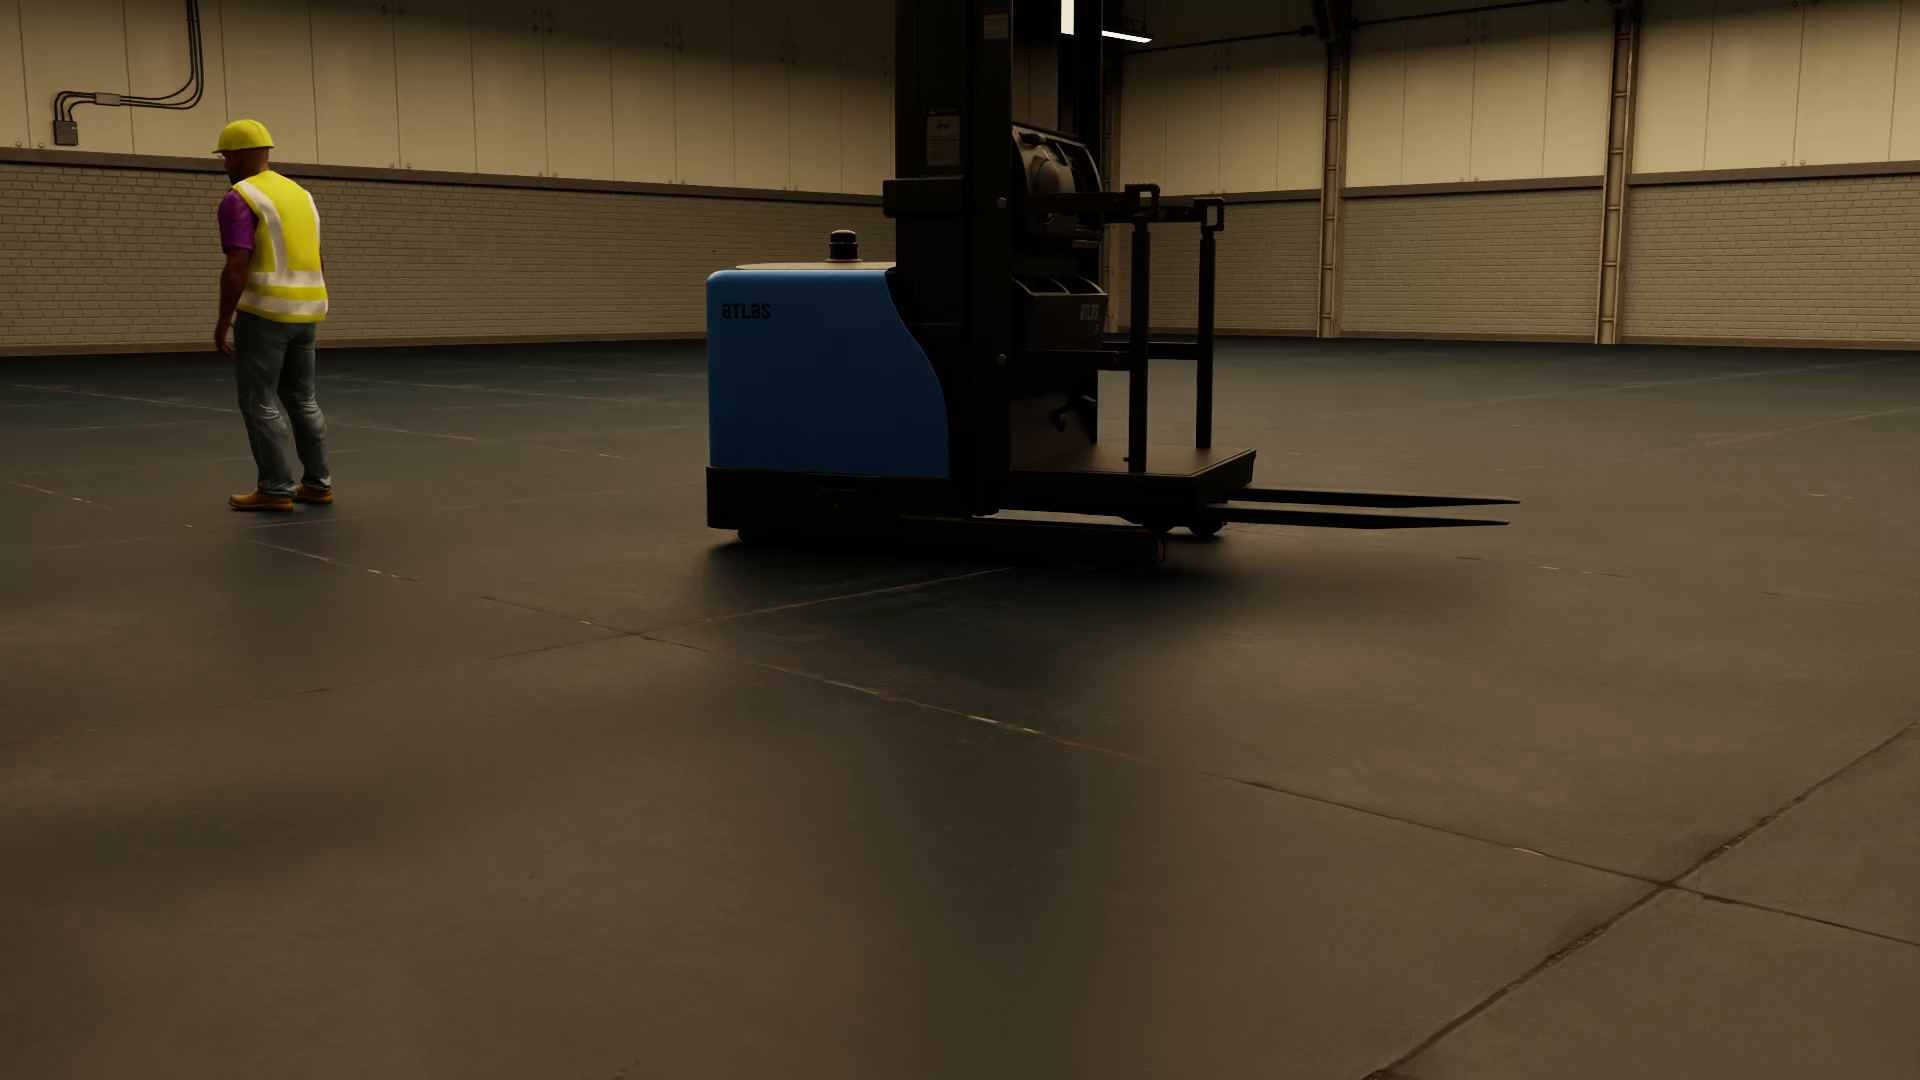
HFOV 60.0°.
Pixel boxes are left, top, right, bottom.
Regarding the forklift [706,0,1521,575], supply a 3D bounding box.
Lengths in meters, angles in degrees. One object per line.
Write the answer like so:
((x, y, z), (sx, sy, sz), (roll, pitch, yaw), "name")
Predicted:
((0.565, -1.416, 6.275), (3.031, 2.935, 1.130), (3, 9, 22), "forklift")

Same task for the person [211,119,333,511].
((-3.163, -1.026, 7.629), (0.454, 1.761, 0.636), (3, 9, 17), "person")
